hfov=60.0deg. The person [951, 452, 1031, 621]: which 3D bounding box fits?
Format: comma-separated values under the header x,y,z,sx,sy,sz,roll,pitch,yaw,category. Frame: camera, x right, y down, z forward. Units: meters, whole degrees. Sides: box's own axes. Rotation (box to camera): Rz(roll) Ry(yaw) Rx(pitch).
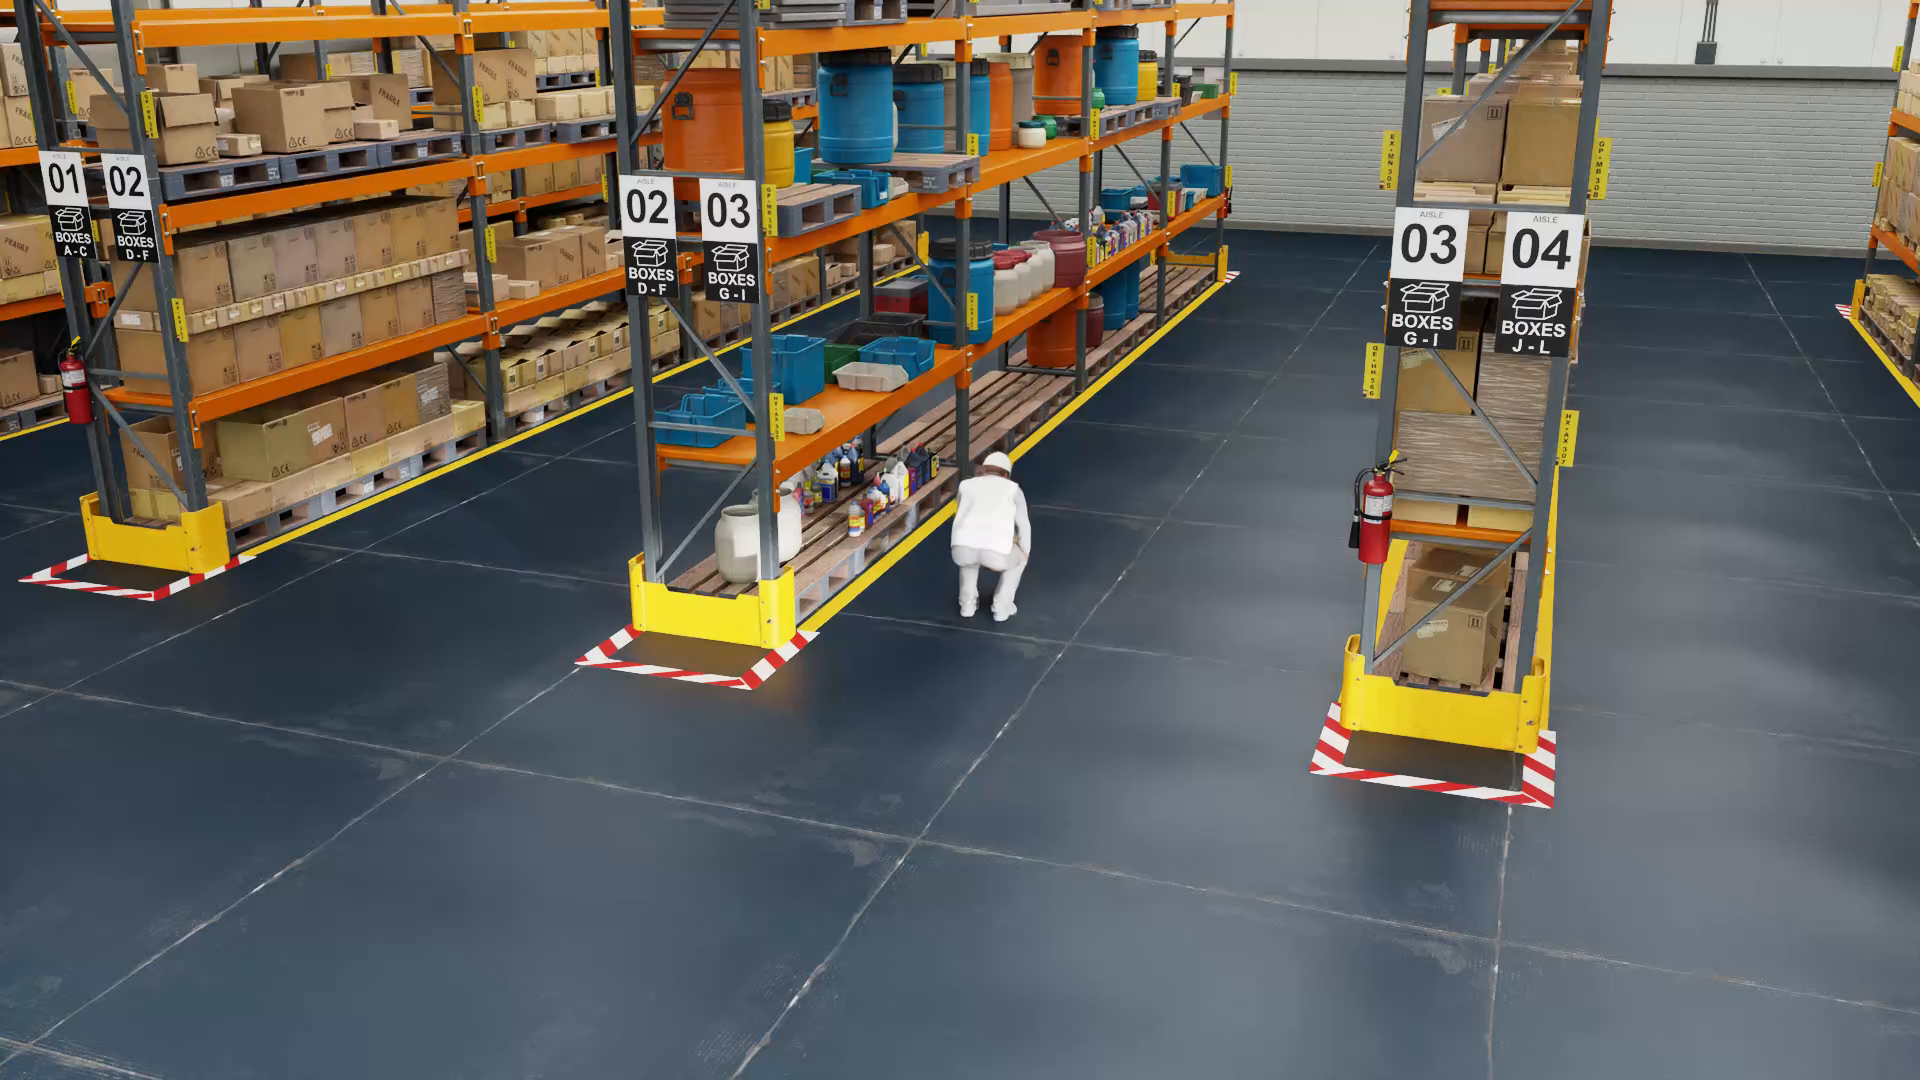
x,y,z,sx,sy,sz,roll,pitch,yaw,category
0.197,-0.025,12.154,0.556,1.105,0.869,6,20,18,person
